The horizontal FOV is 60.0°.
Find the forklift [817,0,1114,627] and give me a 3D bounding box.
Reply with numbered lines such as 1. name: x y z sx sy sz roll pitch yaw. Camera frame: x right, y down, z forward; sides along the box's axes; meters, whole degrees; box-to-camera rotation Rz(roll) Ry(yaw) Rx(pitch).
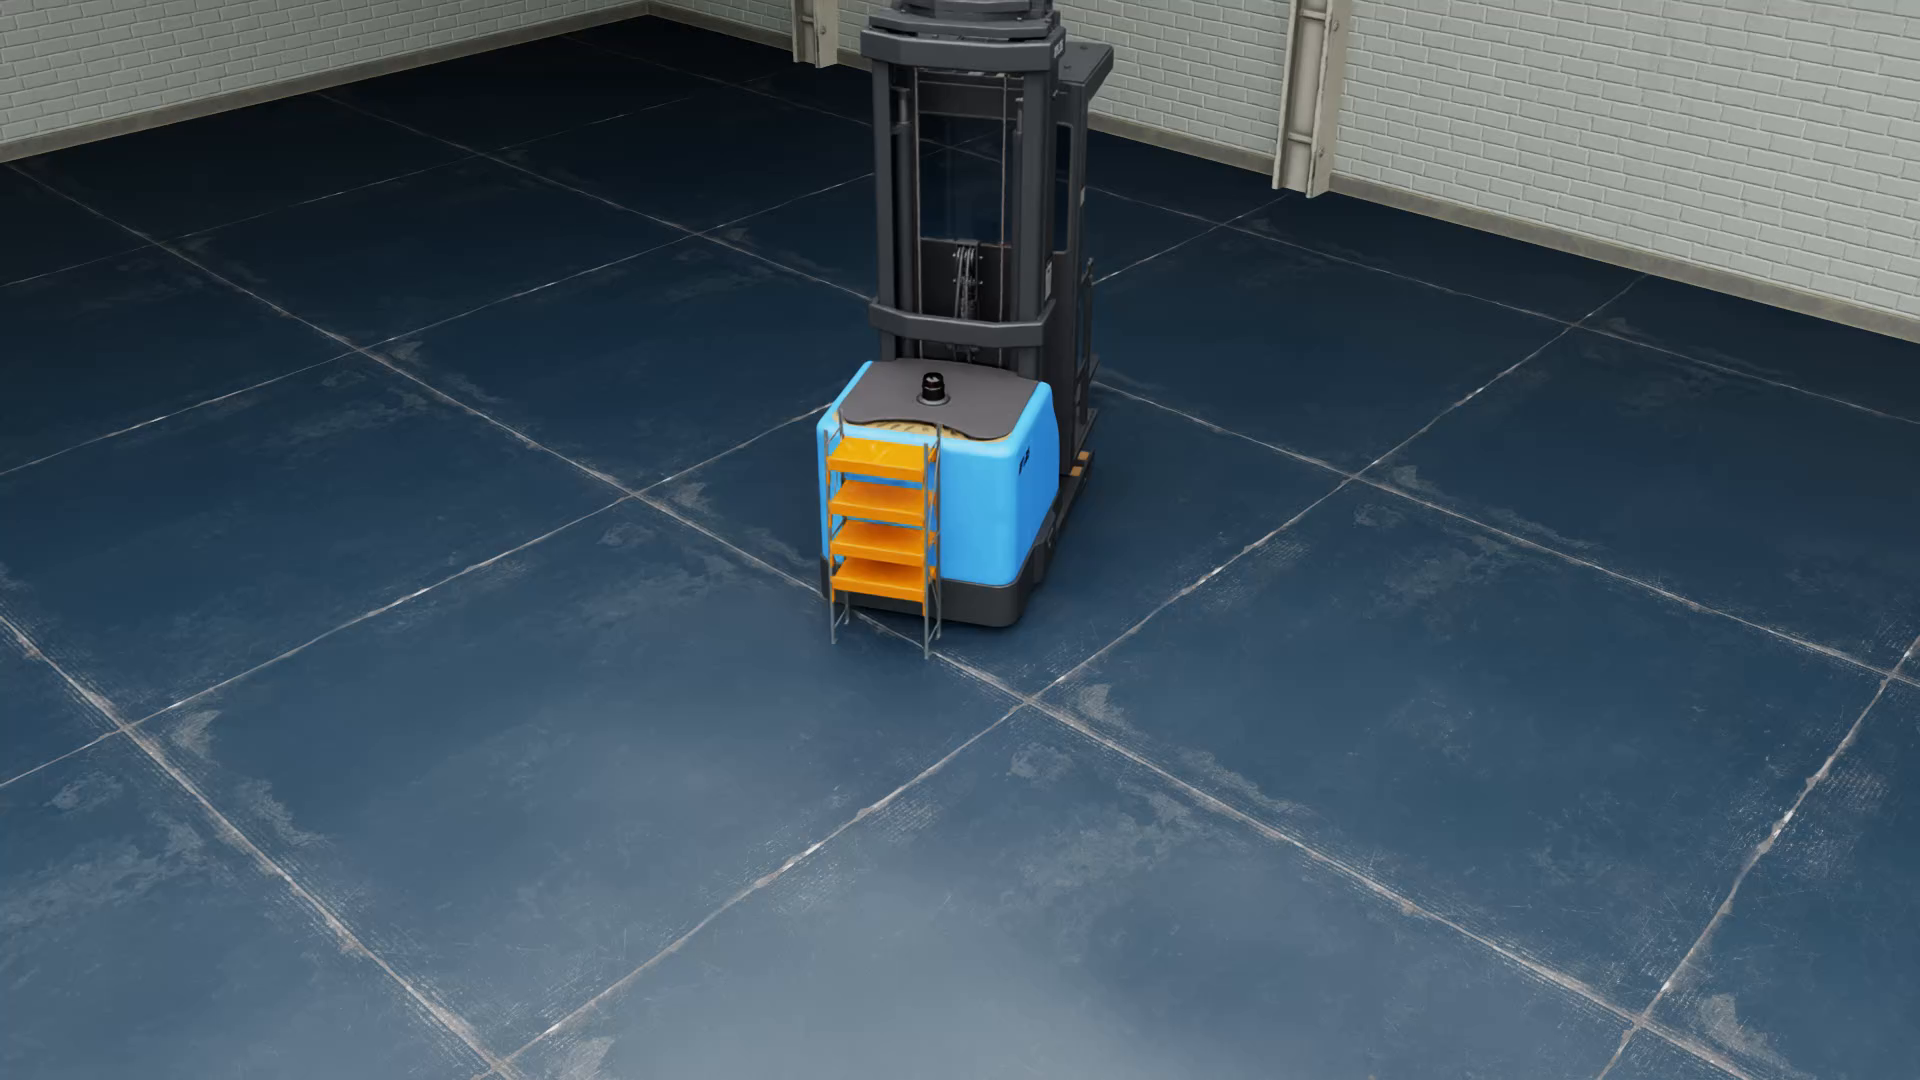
1. forklift: 0.170 -1.567 9.011 1.130 2.935 3.031 8 32 13

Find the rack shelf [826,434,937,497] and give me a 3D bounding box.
1. rack shelf: -0.366 -0.357 7.912 0.480 0.148 0.258 8 31 13

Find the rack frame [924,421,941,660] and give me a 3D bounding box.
1. rack frame: -0.133 0.017 8.053 0.015 1.200 0.240 8 31 13

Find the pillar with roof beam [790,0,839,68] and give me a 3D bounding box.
1. pillar with roof beam: -4.418 -7.296 12.645 0.400 9.000 9.100 25 39 35

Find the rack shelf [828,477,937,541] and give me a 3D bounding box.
1. rack shelf: -0.367 -0.152 8.030 0.480 0.148 0.258 8 31 13

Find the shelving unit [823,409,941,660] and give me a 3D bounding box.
1. shelving unit: -0.368 -0.016 8.108 0.503 1.200 0.258 8 31 13

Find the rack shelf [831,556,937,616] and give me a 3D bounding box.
1. rack shelf: -0.370 0.214 8.240 0.480 0.148 0.258 8 31 13

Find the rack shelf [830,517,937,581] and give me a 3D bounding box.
1. rack shelf: -0.368 0.042 8.141 0.480 0.148 0.258 8 31 13

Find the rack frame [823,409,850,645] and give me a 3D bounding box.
1. rack frame: -0.603 -0.049 8.163 0.015 1.200 0.240 8 31 13

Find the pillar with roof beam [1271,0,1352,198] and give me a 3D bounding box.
1. pillar with roof beam: 0.031 -5.220 9.196 0.400 9.000 9.100 25 39 35
